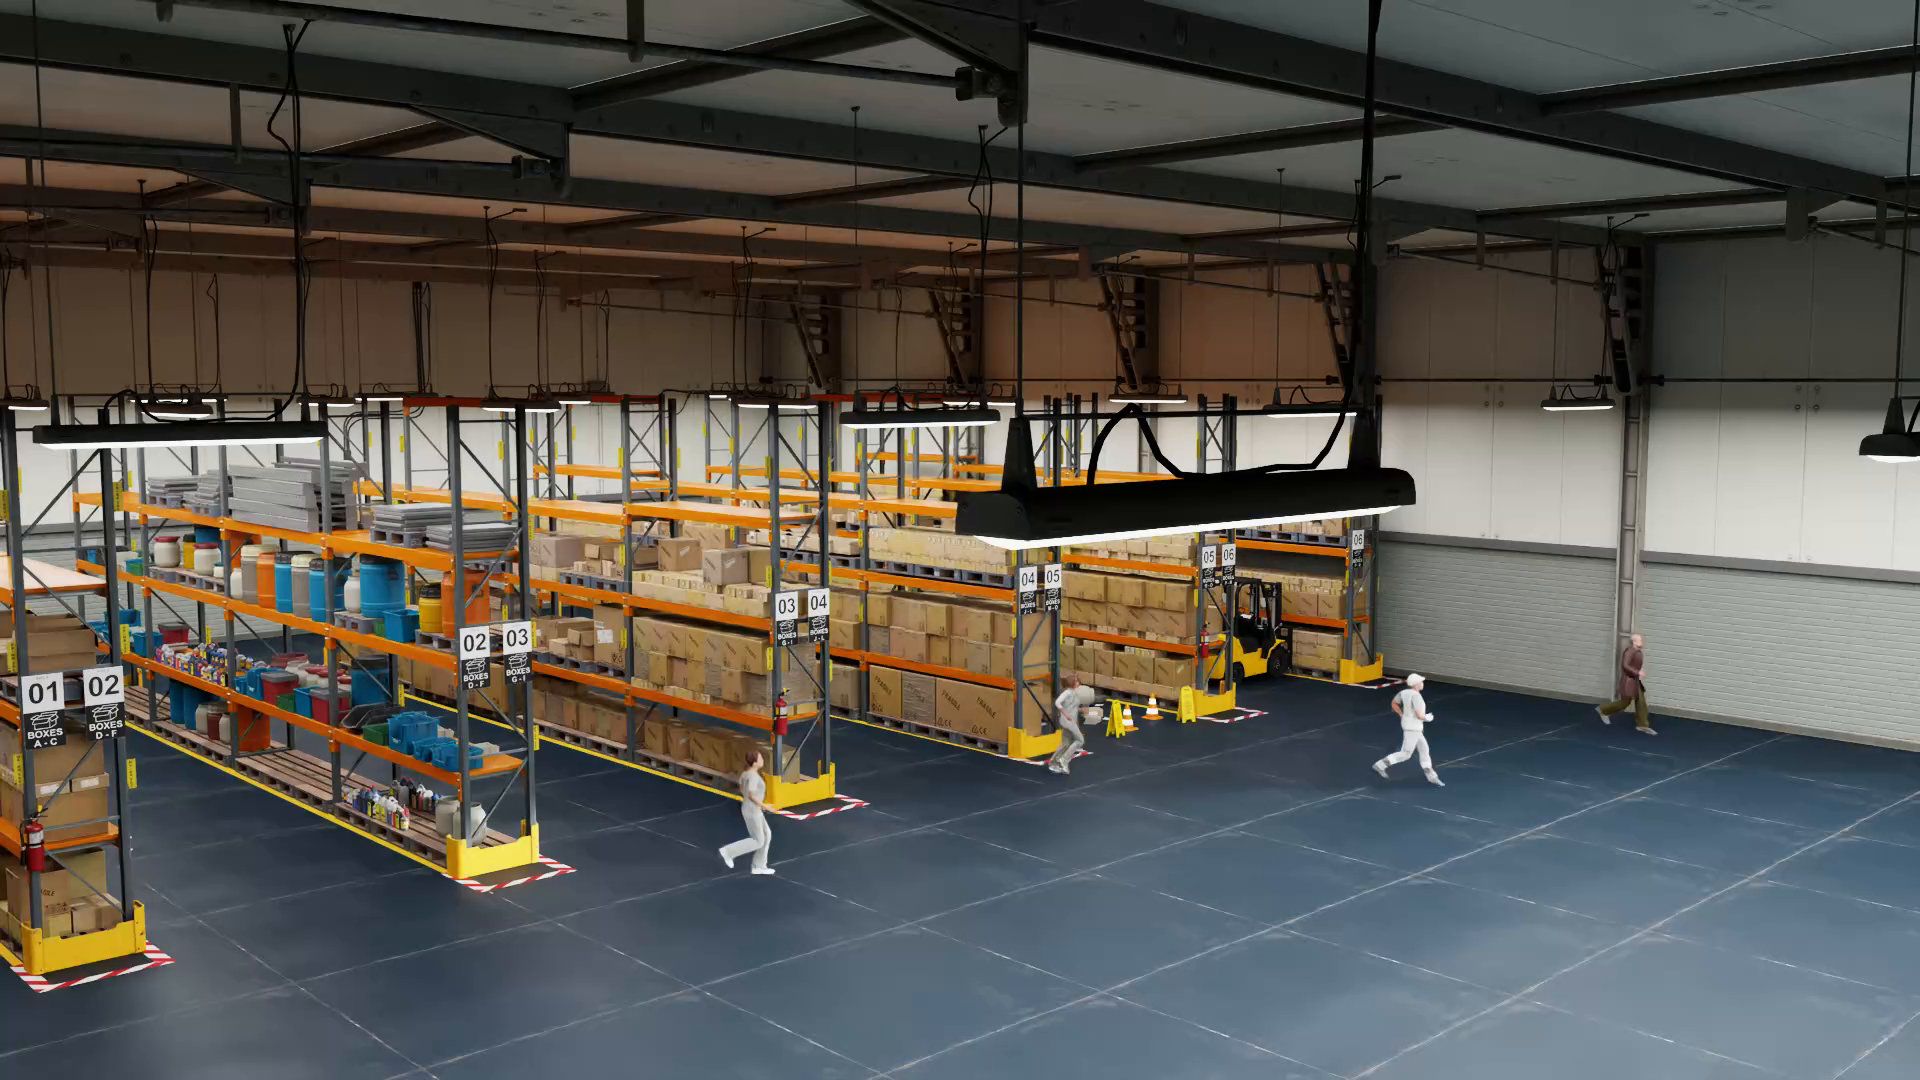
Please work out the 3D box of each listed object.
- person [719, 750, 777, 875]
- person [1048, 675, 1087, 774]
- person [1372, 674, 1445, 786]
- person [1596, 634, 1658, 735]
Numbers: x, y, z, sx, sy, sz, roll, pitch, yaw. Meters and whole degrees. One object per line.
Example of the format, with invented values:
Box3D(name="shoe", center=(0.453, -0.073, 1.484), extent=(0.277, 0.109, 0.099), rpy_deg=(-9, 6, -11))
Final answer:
Box3D(name="person", center=(-2.723, 3.484, 21.178), extent=(0.721, 1.630, 0.560), rpy_deg=(-2, 6, -17))
Box3D(name="person", center=(1.738, 2.962, 26.797), extent=(0.619, 1.552, 0.519), rpy_deg=(0, 6, 4))
Box3D(name="person", center=(6.979, 2.960, 25.743), extent=(1.163, 1.791, 0.623), rpy_deg=(0, 6, 3))
Box3D(name="person", center=(12.011, 2.566, 29.875), extent=(1.076, 1.774, 0.734), rpy_deg=(4, 7, 35))
